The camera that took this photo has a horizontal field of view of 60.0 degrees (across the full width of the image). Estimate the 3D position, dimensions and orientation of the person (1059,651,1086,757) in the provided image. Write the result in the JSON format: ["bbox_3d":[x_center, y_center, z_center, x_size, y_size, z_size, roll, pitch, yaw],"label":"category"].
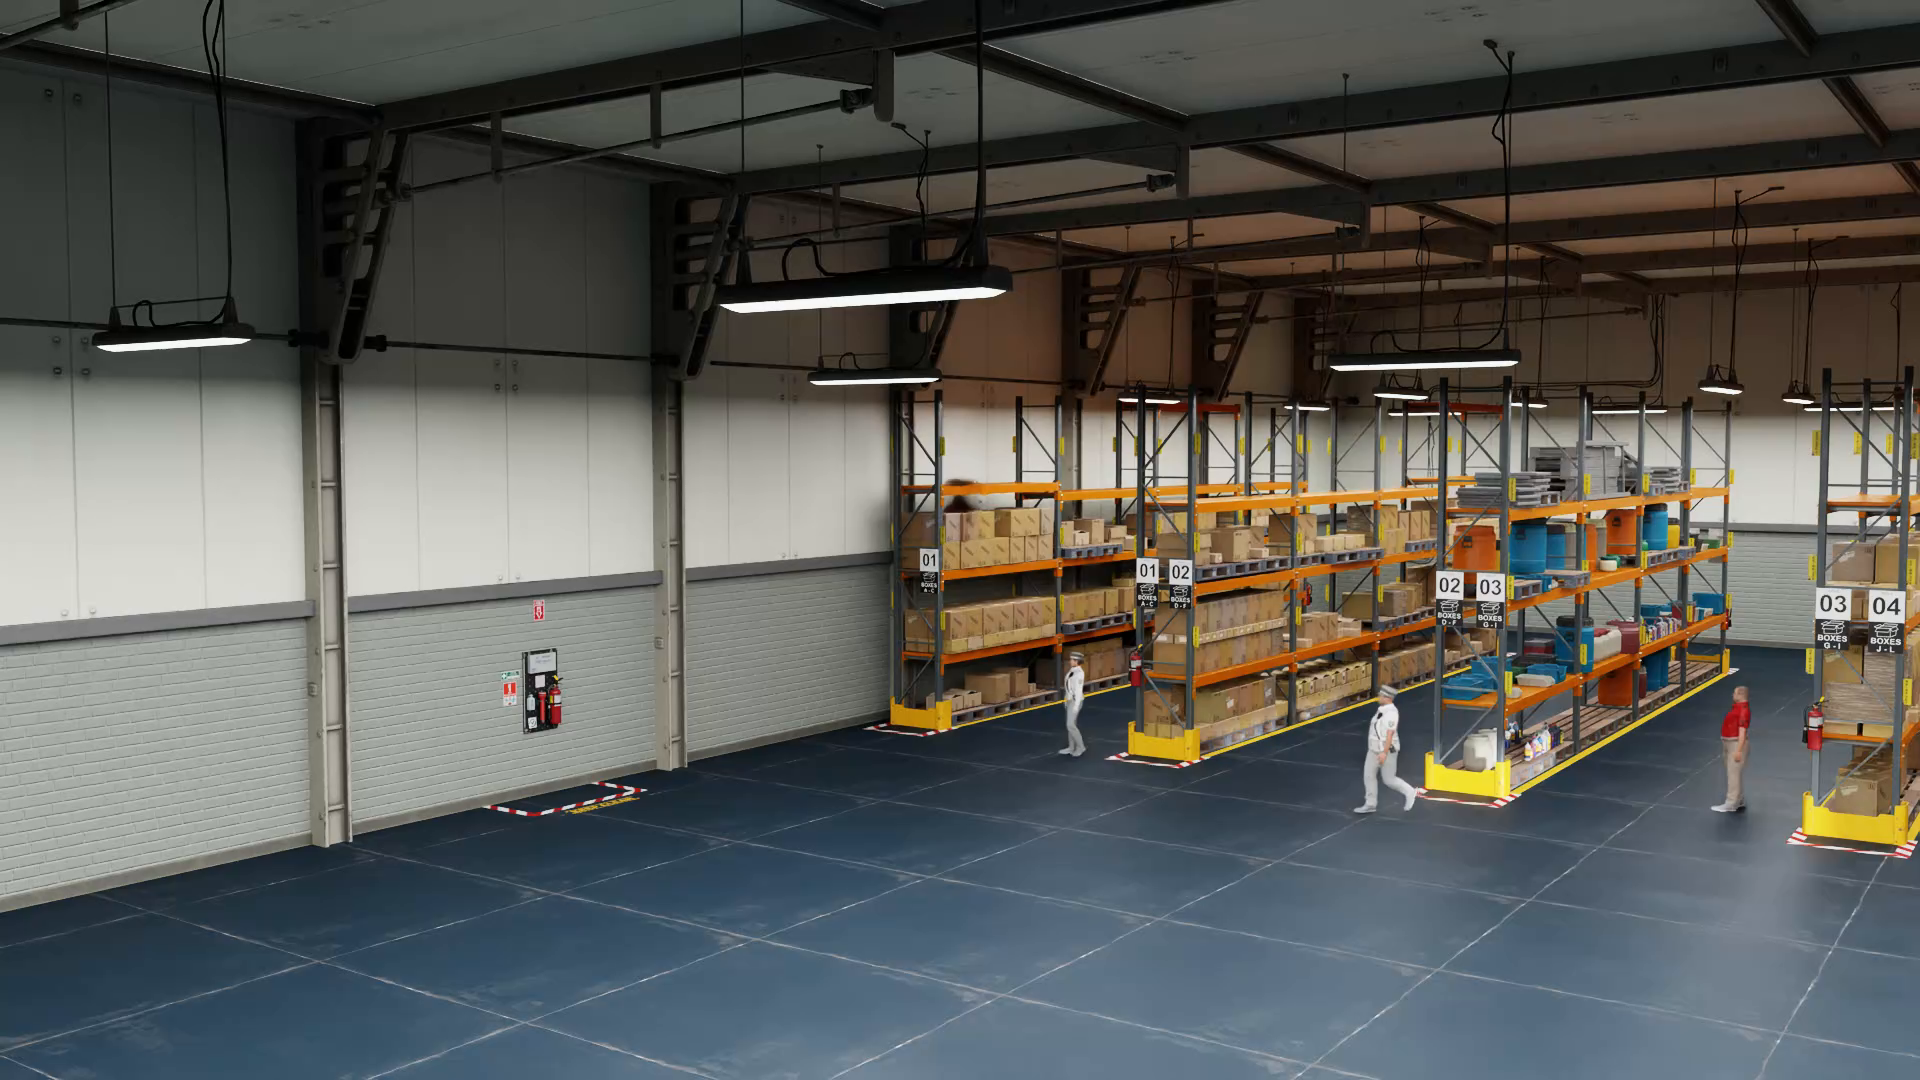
[{"bbox_3d":[1.820,2.651,27.023,0.398,1.699,0.512,-1,3,-12],"label":"person"}]

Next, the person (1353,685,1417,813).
[{"bbox_3d":[5.788,2.842,22.622,0.793,1.753,0.504,-1,4,-24],"label":"person"}]

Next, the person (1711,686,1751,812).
[{"bbox_3d":[10.596,2.861,22.862,0.589,1.719,0.534,0,3,-1],"label":"person"}]
